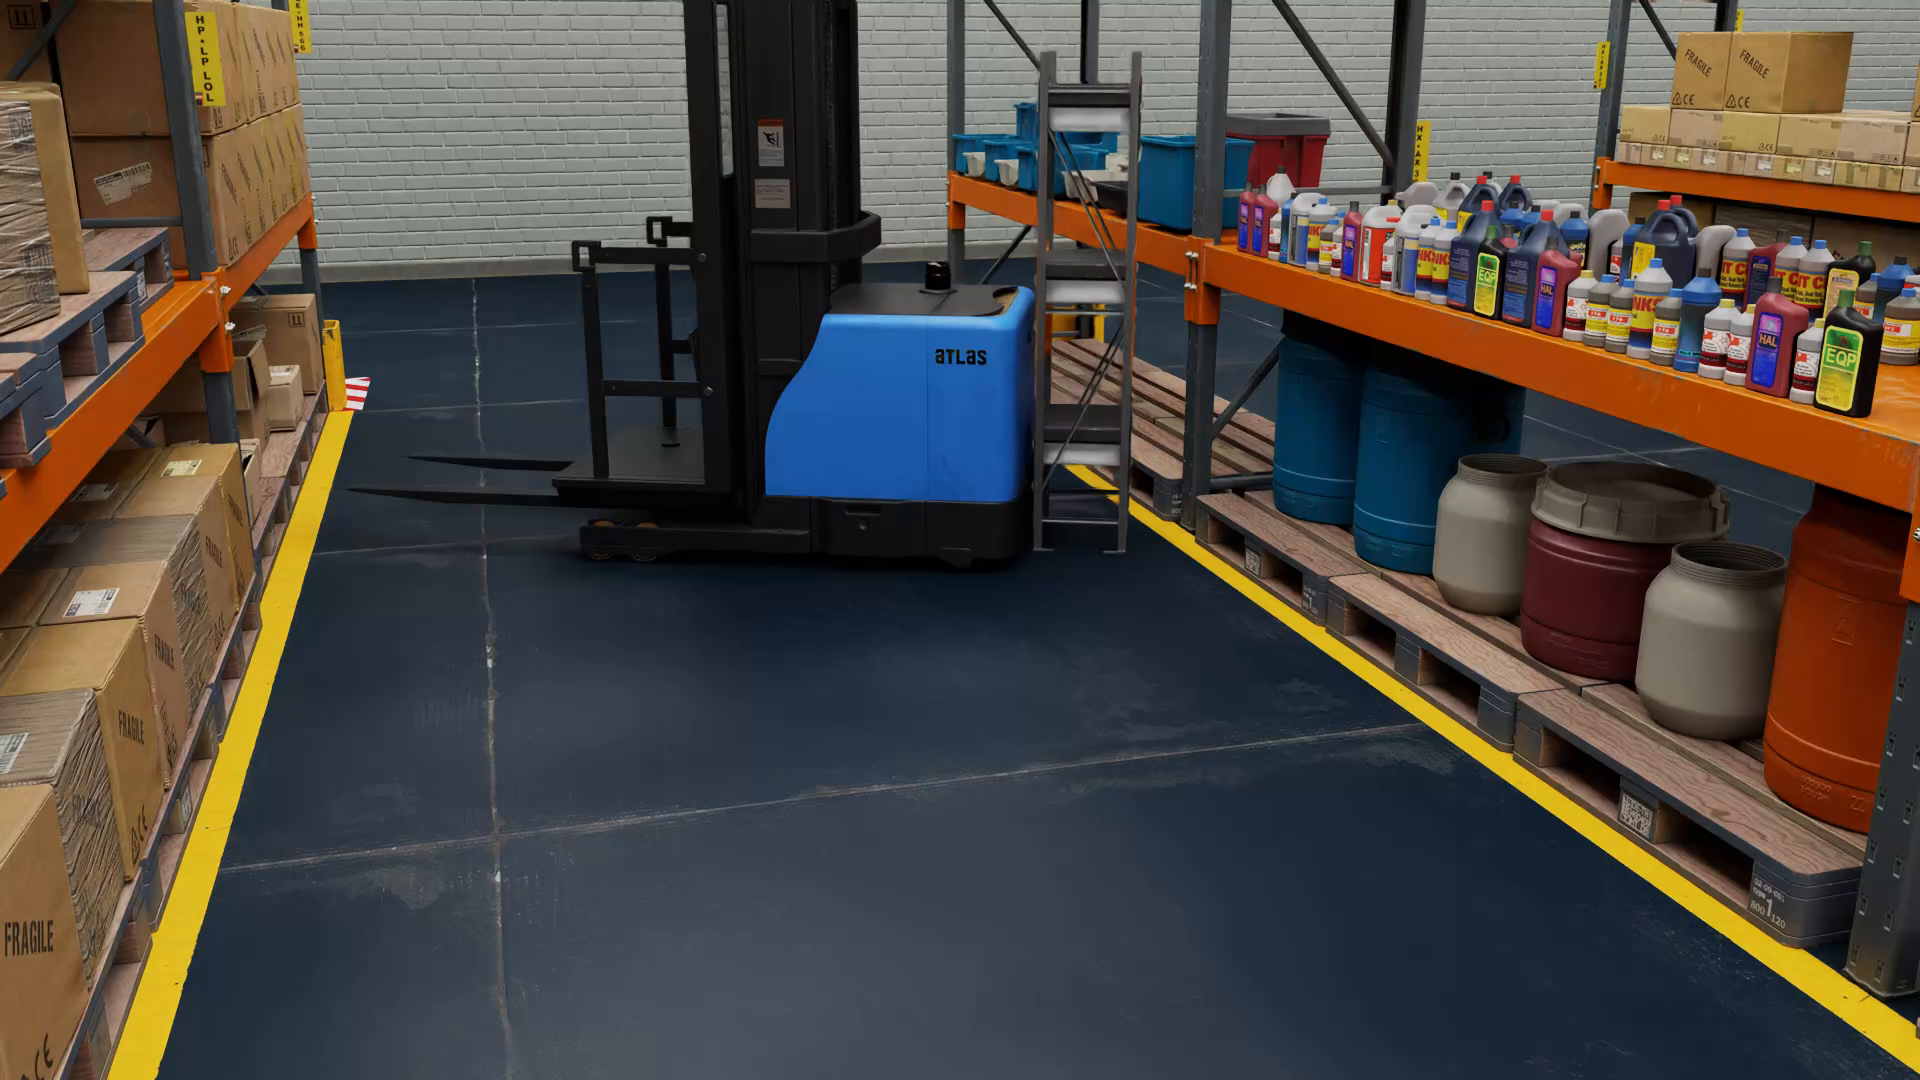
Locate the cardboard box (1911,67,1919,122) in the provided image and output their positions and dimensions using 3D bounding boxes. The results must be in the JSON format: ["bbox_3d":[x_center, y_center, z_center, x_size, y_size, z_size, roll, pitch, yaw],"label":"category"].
[{"bbox_3d":[5.757,-2.590,9.300,0.500,0.500,0.500,-5,17,-15],"label":"cardboard box"}]

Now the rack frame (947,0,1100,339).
[{"bbox_3d":[0.412,-2.630,10.994,1.000,3.000,0.127,-5,17,-15],"label":"rack frame"}]

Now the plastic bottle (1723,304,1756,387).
[{"bbox_3d":[2.012,-0.497,4.239,0.097,0.201,0.097,0,17,0],"label":"plastic bottle"}]

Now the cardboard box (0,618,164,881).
[{"bbox_3d":[-2.285,0.528,4.061,0.500,0.500,0.500,-5,17,-16],"label":"cardboard box"}]

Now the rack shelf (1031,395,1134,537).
[{"bbox_3d":[0.550,-0.337,7.406,0.431,0.518,0.480,2,17,6],"label":"rack shelf"}]

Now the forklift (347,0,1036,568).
[{"bbox_3d":[-1.201,-1.458,7.211,3.031,2.935,1.130,2,17,7],"label":"forklift"}]

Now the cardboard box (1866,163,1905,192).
[{"bbox_3d":[5.592,-2.138,9.792,0.380,0.149,0.250,-4,17,-14],"label":"cardboard box"}]

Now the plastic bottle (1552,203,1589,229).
[{"bbox_3d":[2.207,-1.103,6.126,0.152,0.276,0.135,-5,17,-15],"label":"plastic bottle"}]

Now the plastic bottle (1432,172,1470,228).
[{"bbox_3d":[1.940,-1.260,6.519,0.144,0.351,0.185,-5,17,-15],"label":"plastic bottle"}]

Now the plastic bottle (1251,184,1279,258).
[{"bbox_3d":[1.239,-1.296,6.754,0.061,0.283,0.133,-5,17,-15],"label":"plastic bottle"}]

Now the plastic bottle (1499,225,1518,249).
[{"bbox_3d":[1.747,-0.848,5.265,0.061,0.283,0.133,-5,17,-15],"label":"plastic bottle"}]

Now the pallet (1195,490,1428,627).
[{"bbox_3d":[1.684,0.029,6.990,1.003,0.211,1.213,-5,17,-15],"label":"pallet"}]

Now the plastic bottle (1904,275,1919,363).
[{"bbox_3d":[2.676,-0.631,4.554,0.152,0.276,0.135,-5,17,-15],"label":"plastic bottle"}]

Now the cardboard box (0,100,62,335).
[{"bbox_3d":[-2.502,-0.709,3.694,0.700,0.500,0.500,-1,17,-5],"label":"cardboard box"}]

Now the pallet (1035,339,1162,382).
[{"bbox_3d":[0.602,-1.063,10.625,1.003,0.211,1.213,-5,17,-15],"label":"pallet"}]

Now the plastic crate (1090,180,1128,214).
[{"bbox_3d":[0.946,-1.709,8.301,0.437,0.125,0.590,-5,17,-15],"label":"plastic crate"}]

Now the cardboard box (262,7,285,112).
[{"bbox_3d":[-3.678,-2.382,8.256,0.500,0.500,0.500,-4,17,-14],"label":"cardboard box"}]

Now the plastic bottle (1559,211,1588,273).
[{"bbox_3d":[2.156,-1.022,5.863,0.097,0.271,0.097,0,17,0],"label":"plastic bottle"}]

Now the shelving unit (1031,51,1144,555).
[{"bbox_3d":[0.550,-1.021,7.200,0.431,2.100,0.503,2,17,6],"label":"shelving unit"}]

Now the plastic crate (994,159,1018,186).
[{"bbox_3d":[0.359,-2.155,9.767,0.250,0.136,0.298,-5,17,-15],"label":"plastic crate"}]

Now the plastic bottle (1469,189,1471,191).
[{"bbox_3d":[2.031,-1.280,6.714,0.152,0.276,0.135,-5,17,-15],"label":"plastic bottle"}]

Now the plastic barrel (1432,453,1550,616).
[{"bbox_3d":[1.909,-0.022,5.907,0.421,0.512,0.421,0,17,0],"label":"plastic barrel"}]

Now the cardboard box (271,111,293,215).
[{"bbox_3d":[-3.689,-1.903,8.401,0.500,0.500,0.500,-5,17,-15],"label":"cardboard box"}]

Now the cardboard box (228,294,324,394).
[{"bbox_3d":[-3.965,-1.122,9.554,0.500,0.500,0.500,-5,17,-15],"label":"cardboard box"}]

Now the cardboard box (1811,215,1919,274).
[{"bbox_3d":[5.922,-1.537,10.317,0.875,0.875,0.875,-5,17,-15],"label":"cardboard box"}]

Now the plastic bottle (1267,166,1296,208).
[{"bbox_3d":[1.308,-1.366,6.871,0.144,0.351,0.185,-5,17,-15],"label":"plastic bottle"}]

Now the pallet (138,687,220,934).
[{"bbox_3d":[-2.653,0.763,4.547,1.003,0.211,1.213,-5,17,-15],"label":"pallet"}]

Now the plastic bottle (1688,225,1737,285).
[{"bbox_3d":[2.422,-0.887,5.405,0.152,0.276,0.135,-5,17,-15],"label":"plastic bottle"}]

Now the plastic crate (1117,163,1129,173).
[{"bbox_3d":[1.076,-2.084,9.531,0.298,0.136,0.250,-5,17,-15],"label":"plastic crate"}]

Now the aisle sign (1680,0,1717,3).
[{"bbox_3d":[5.443,-4.310,12.069,0.394,0.787,0.004,-5,17,-15],"label":"aisle sign"}]

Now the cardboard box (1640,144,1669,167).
[{"bbox_3d":[5.027,-2.706,11.684,0.380,0.149,0.250,-5,17,-16],"label":"cardboard box"}]

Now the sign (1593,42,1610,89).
[{"bbox_3d":[4.639,-3.432,12.021,0.100,0.325,0.005,-5,17,-15],"label":"sign"}]

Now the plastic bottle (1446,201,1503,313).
[{"bbox_3d":[1.684,-0.923,5.397,0.144,0.351,0.185,-5,17,-15],"label":"plastic bottle"}]

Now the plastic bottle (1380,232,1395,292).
[{"bbox_3d":[1.533,-0.980,5.846,0.097,0.201,0.097,0,17,0],"label":"plastic bottle"}]

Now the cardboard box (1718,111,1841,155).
[{"bbox_3d":[5.331,-2.656,10.822,0.500,0.250,0.500,-5,18,-17],"label":"cardboard box"}]

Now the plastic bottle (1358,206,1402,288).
[{"bbox_3d":[1.527,-1.050,5.949,0.152,0.276,0.135,-5,17,-15],"label":"plastic bottle"}]

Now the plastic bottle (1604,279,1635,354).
[{"bbox_3d":[1.878,-0.632,4.687,0.097,0.201,0.097,0,17,0],"label":"plastic bottle"}]

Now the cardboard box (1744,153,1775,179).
[{"bbox_3d":[5.311,-2.422,10.736,0.380,0.149,0.250,-5,17,-16],"label":"cardboard box"}]

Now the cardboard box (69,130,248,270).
[{"bbox_3d":[-3.130,-1.343,6.537,0.500,0.500,0.500,-4,17,-14],"label":"cardboard box"}]

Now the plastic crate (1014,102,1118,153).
[{"bbox_3d":[0.684,-2.598,10.721,0.616,0.435,0.499,-5,17,-15],"label":"plastic crate"}]

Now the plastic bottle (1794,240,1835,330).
[{"bbox_3d":[2.570,-0.764,5.004,0.097,0.271,0.097,0,17,0],"label":"plastic bottle"}]

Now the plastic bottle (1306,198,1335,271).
[{"bbox_3d":[1.379,-1.168,6.351,0.097,0.271,0.097,0,17,0],"label":"plastic bottle"}]

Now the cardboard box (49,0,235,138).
[{"bbox_3d":[-3.111,-1.812,6.360,0.500,0.500,0.500,-4,17,-14],"label":"cardboard box"}]

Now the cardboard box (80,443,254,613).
[{"bbox_3d":[-2.841,-0.033,5.927,0.500,0.500,0.500,-5,17,-16],"label":"cardboard box"}]

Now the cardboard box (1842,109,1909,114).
[{"bbox_3d":[5.842,-2.698,10.964,0.500,0.250,0.500,-5,18,-17],"label":"cardboard box"}]

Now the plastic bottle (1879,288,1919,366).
[{"bbox_3d":[2.561,-0.580,4.515,0.097,0.201,0.097,0,17,0],"label":"plastic bottle"}]

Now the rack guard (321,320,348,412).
[{"bbox_3d":[-4.330,-1.021,9.983,1.175,0.500,0.348,-5,17,-15],"label":"rack guard"}]

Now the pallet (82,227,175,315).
[{"bbox_3d":[-3.137,-0.811,5.273,1.003,0.211,1.213,-5,17,-15],"label":"pallet"}]

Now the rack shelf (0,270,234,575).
[{"bbox_3d":[-2.702,-0.235,4.272,1.077,0.370,4.000,-5,17,-15],"label":"rack shelf"}]
